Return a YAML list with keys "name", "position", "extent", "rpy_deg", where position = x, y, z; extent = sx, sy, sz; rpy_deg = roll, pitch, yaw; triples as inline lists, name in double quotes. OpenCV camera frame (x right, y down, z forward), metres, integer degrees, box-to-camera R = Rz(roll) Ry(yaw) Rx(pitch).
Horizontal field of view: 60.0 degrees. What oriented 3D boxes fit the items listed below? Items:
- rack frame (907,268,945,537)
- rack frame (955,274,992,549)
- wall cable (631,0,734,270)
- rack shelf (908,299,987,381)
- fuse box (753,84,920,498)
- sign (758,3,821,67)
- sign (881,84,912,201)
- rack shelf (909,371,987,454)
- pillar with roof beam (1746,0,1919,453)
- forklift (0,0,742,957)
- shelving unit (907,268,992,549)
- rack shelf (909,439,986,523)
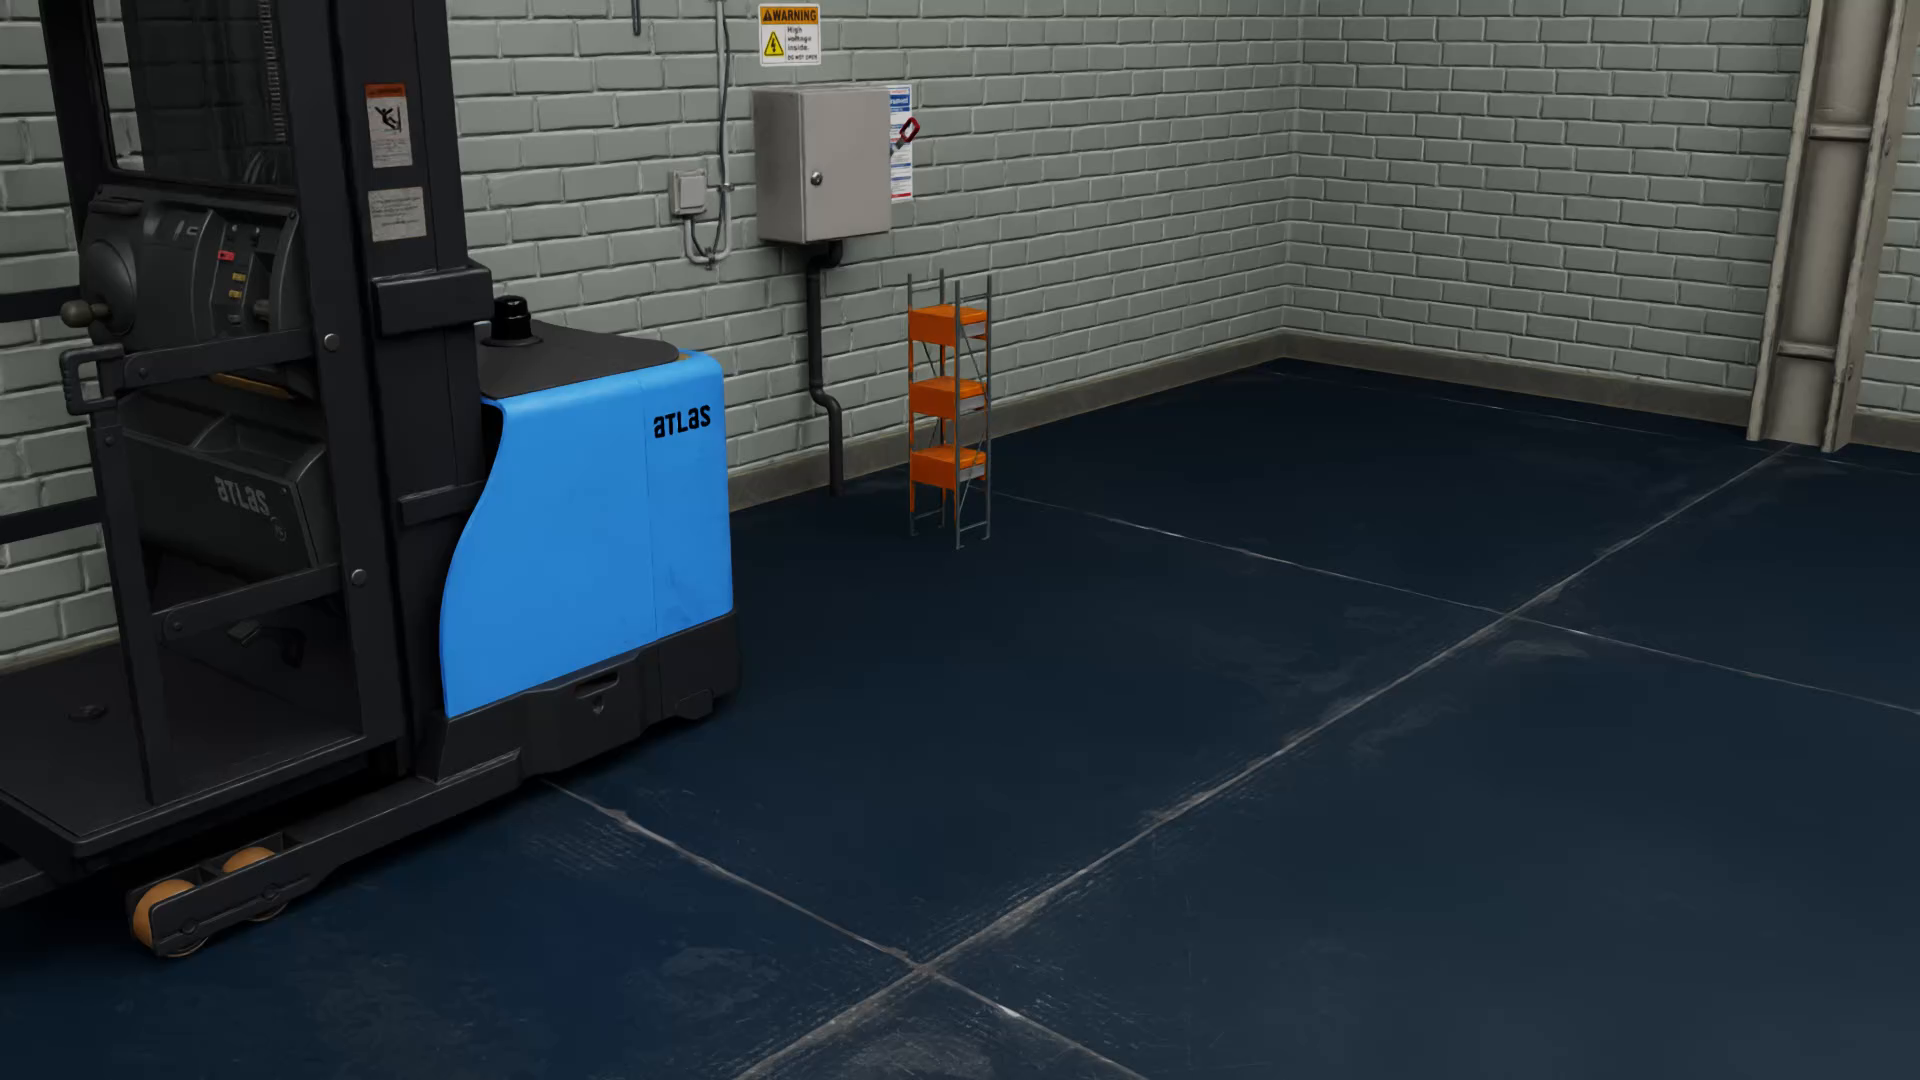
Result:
- name: "rack frame"
  position: [-0.131, -0.536, 6.564]
  extent: [0.008, 1.050, 0.200]
  rpy_deg: [15, 23, 39]
- name: "rack frame"
  position: [0.051, -0.487, 6.410]
  extent: [0.008, 1.050, 0.200]
  rpy_deg: [15, 23, 39]
- name: "wall cable"
  position: [-1.066, -1.984, 6.224]
  extent: [0.122, 1.984, 0.588]
  rpy_deg: [15, 23, 39]
- name: "rack shelf"
  position: [-0.040, -0.772, 6.404]
  extent: [0.240, 0.259, 0.215]
  rpy_deg: [15, 23, 39]
- name: "fuse box"
  position: [-0.495, -1.008, 6.959]
  extent: [0.414, 1.711, 0.539]
  rpy_deg: [15, 23, 39]
- name: "sign"
  position: [-0.687, -2.045, 6.731]
  extent: [0.001, 0.242, 0.339]
  rpy_deg: [15, 23, 39]
- name: "sign"
  position: [-0.322, -1.730, 7.262]
  extent: [0.001, 0.494, 0.329]
  rpy_deg: [15, 23, 39]
- name: "rack shelf"
  position: [-0.040, -0.501, 6.490]
  extent: [0.240, 0.259, 0.215]
  rpy_deg: [15, 23, 39]
- name: "pillar with roof beam"
  position: [1.250, -3.804, 3.721]
  extent: [0.400, 9.000, 9.100]
  rpy_deg: [15, 23, 39]
- name: "forklift"
  position: [-1.963, -0.640, 3.783]
  extent: [1.130, 2.935, 3.031]
  rpy_deg: [13, 22, 36]
- name: "shelving unit"
  position: [-0.040, -0.511, 6.487]
  extent: [0.252, 1.050, 0.215]
  rpy_deg: [15, 23, 39]
- name: "rack shelf"
  position: [-0.040, -0.236, 6.574]
  extent: [0.240, 0.259, 0.215]
  rpy_deg: [15, 23, 39]
